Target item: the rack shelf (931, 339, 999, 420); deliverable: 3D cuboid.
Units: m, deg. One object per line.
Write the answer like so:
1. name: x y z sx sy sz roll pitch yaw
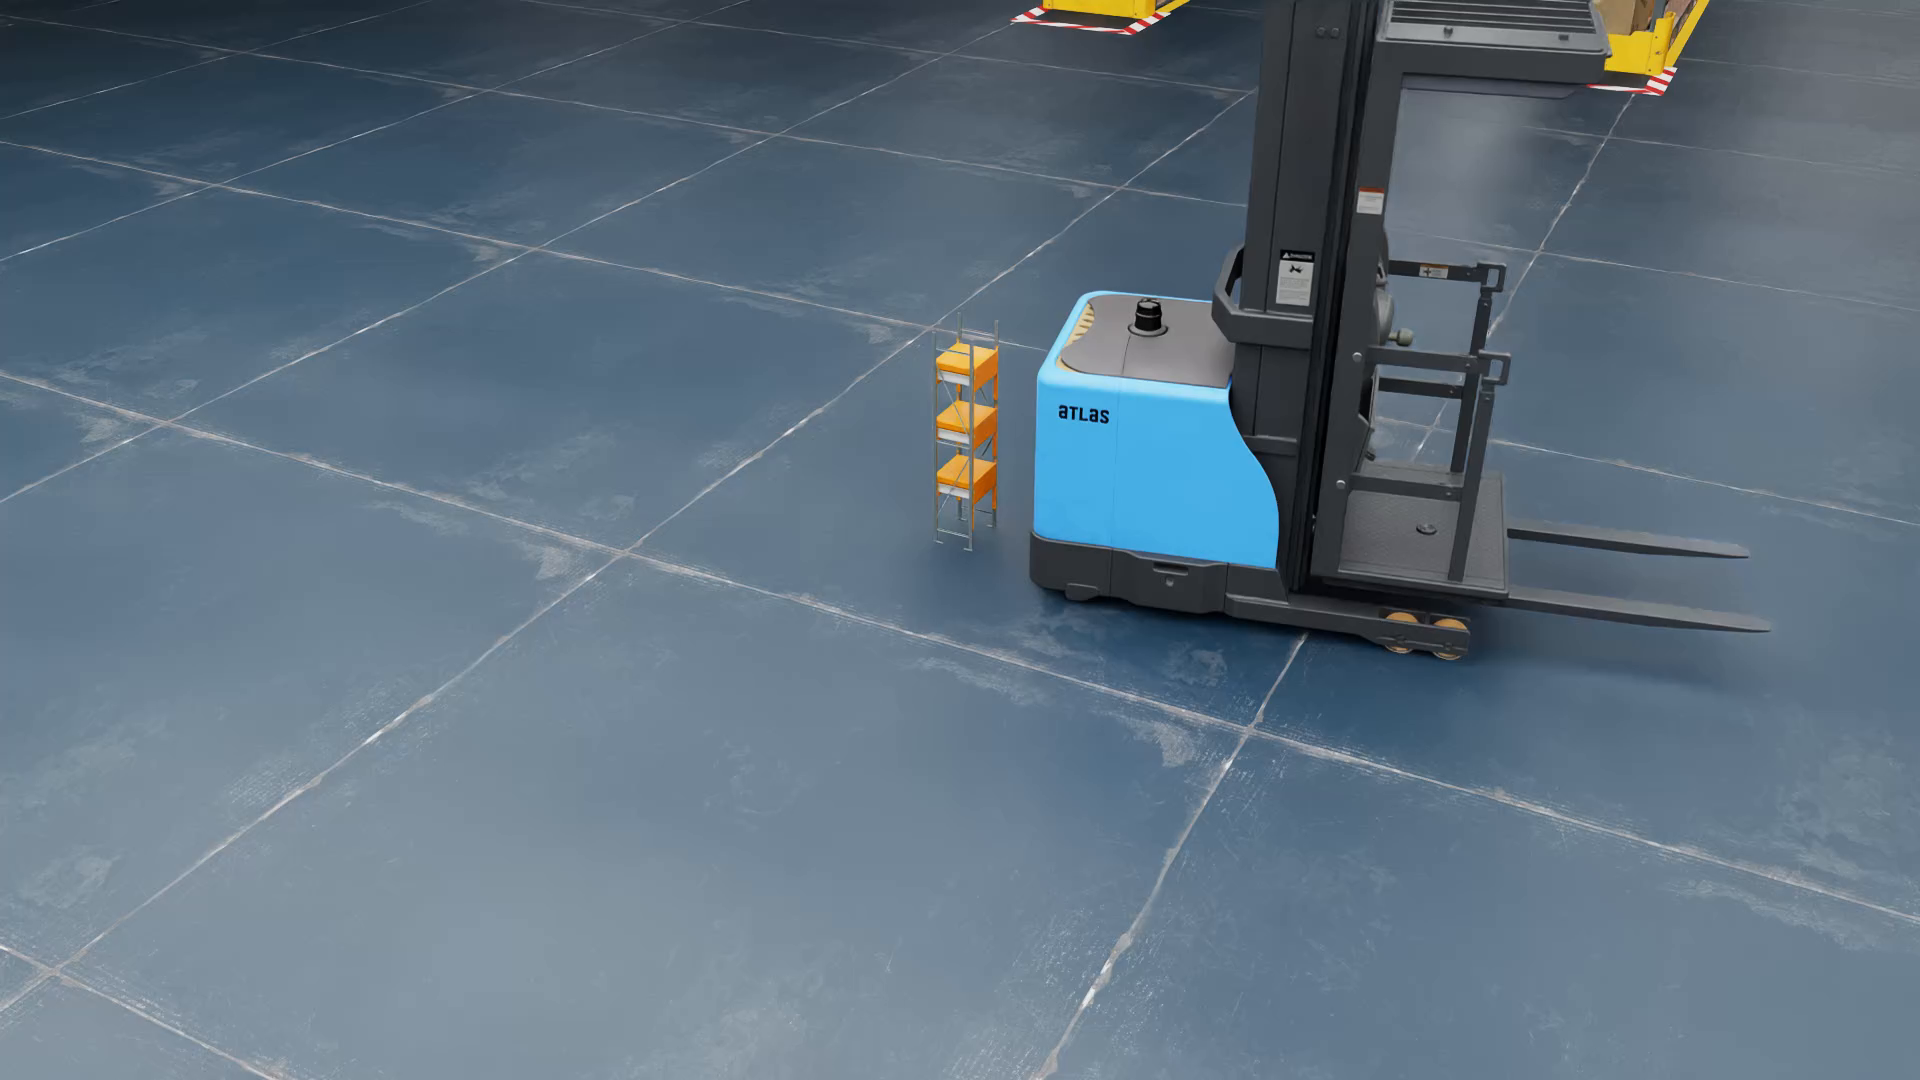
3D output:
1. rack shelf: 0.024 -0.716 7.394 0.215 0.259 0.240 14 33 23

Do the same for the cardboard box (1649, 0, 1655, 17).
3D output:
1. cardboard box: 6.407 -5.322 16.095 0.500 0.500 0.500 24 38 36

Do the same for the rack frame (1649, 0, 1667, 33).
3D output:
1. rack frame: 5.866 -5.678 14.626 1.000 3.000 0.127 14 33 23

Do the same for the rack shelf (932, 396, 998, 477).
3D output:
1. rack shelf: 0.024 -0.470 7.535 0.215 0.259 0.240 14 33 23

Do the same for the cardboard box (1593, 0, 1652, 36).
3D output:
1. cardboard box: 6.165 -5.050 15.620 0.500 0.500 0.500 21 36 32

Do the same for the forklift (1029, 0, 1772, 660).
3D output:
1. forklift: 1.880 -1.070 6.669 3.031 2.935 1.130 8 31 13

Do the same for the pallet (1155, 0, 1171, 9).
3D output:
1. pallet: 1.824 -5.996 17.980 1.003 0.211 1.213 14 33 23

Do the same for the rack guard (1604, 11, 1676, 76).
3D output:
1. rack guard: 5.900 -4.628 15.307 1.175 0.500 0.348 14 33 23

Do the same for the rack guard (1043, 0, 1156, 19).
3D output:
1. rack guard: 1.449 -5.762 17.283 1.175 0.500 0.348 14 33 23

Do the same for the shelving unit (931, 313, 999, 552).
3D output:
1. shelving unit: 0.024 -0.479 7.530 0.215 1.050 0.252 14 33 23

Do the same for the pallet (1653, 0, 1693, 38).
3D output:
1. pallet: 6.859 -5.394 16.931 1.003 0.211 1.213 14 33 23

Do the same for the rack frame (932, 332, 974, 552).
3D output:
1. rack frame: -0.031 -0.425 7.436 0.200 1.050 0.008 14 33 23

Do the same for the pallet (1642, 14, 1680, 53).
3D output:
1. pallet: 6.302 -4.855 15.993 1.003 0.211 1.213 14 33 23

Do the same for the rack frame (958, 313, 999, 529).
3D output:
1. rack frame: 0.080 -0.533 7.624 0.200 1.050 0.008 14 33 23

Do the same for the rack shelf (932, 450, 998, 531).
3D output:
1. rack shelf: 0.024 -0.229 7.674 0.215 0.259 0.240 14 33 23

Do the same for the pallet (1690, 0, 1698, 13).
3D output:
1. pallet: 7.413 -5.937 17.876 1.003 0.211 1.213 14 33 23
